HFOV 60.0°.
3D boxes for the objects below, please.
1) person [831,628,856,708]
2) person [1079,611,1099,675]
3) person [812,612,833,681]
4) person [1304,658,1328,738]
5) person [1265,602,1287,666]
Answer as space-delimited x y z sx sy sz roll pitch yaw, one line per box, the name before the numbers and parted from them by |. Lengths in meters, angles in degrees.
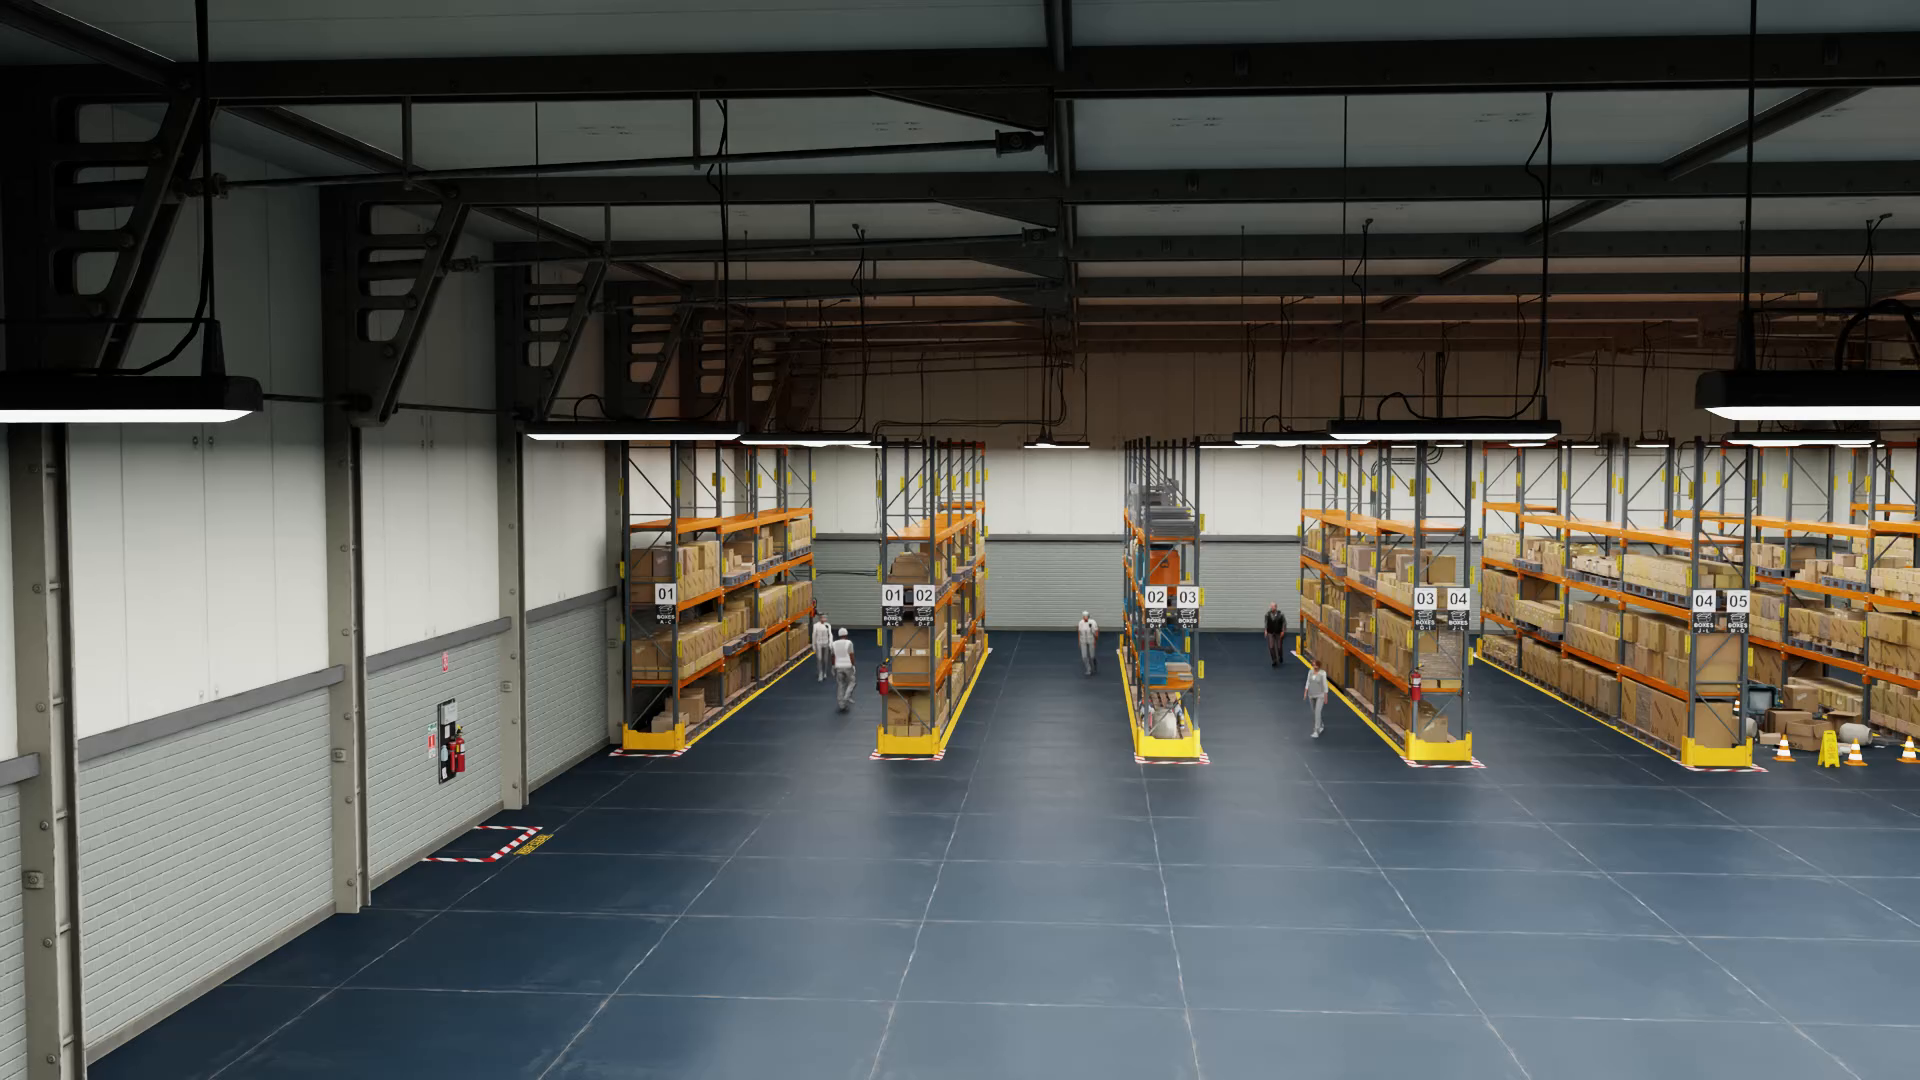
person | -2.604 2.846 37.053 0.593 1.775 0.500 1 3 15
person | 3.320 2.626 42.805 0.537 1.634 0.681 1 3 19
person | -3.418 2.678 41.700 0.507 1.681 0.640 -1 3 -17
person | 7.151 3.151 33.356 0.426 1.561 0.817 3 4 45
person | 8.457 2.500 44.513 0.602 1.703 0.597 1 3 21
